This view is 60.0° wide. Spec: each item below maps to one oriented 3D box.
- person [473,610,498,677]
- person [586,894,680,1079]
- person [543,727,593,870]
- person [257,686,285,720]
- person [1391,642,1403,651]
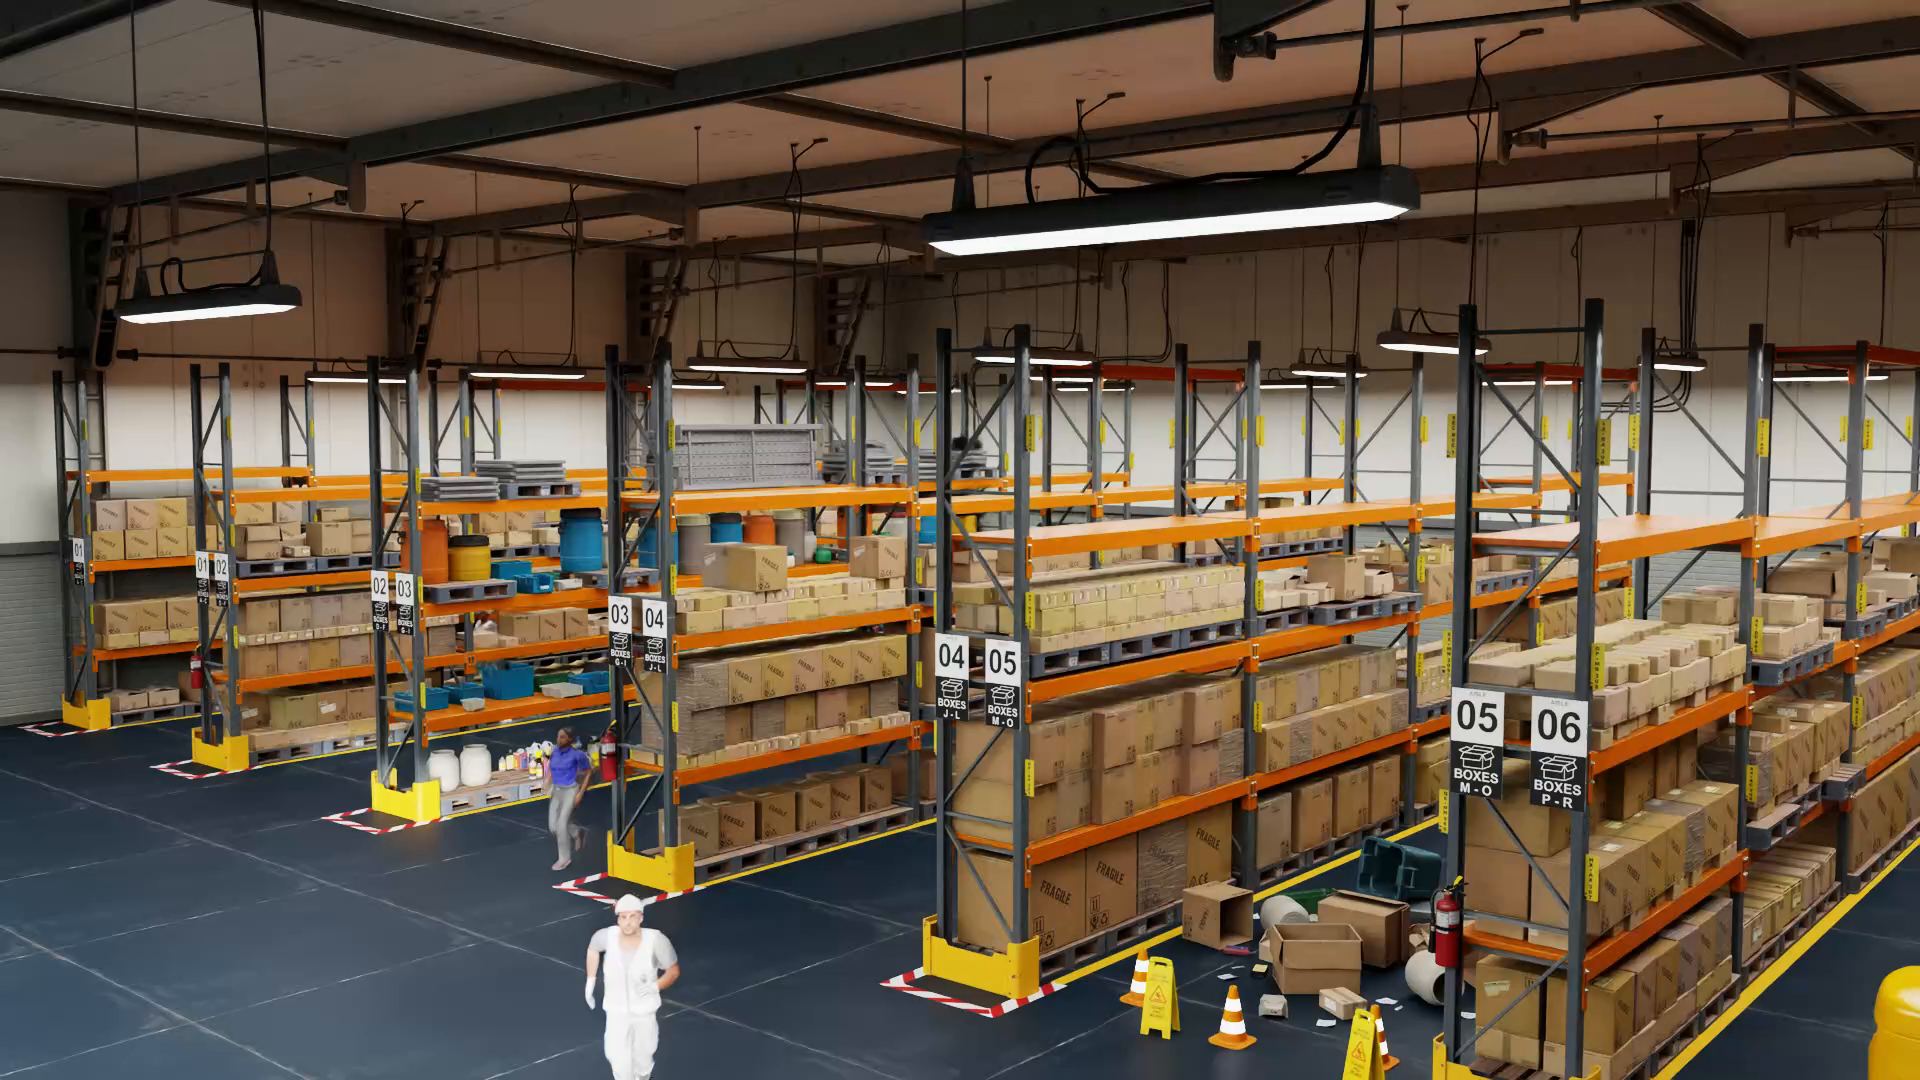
[{"bbox_3d":[-8.597,2.093,30.112,0.666,1.840,0.810,3,5,34],"label":"person"},{"bbox_3d":[-2.355,3.408,11.971,0.688,1.807,1.018,0,4,-5],"label":"person"},{"bbox_3d":[-4.555,2.975,19.343,0.613,1.633,0.596,3,5,32],"label":"person"},{"bbox_3d":[-11.289,2.384,27.238,0.702,1.686,0.707,3,5,35],"label":"person"},{"bbox_3d":[6.968,2.464,26.382,0.619,1.716,0.909,3,5,36],"label":"person"}]
